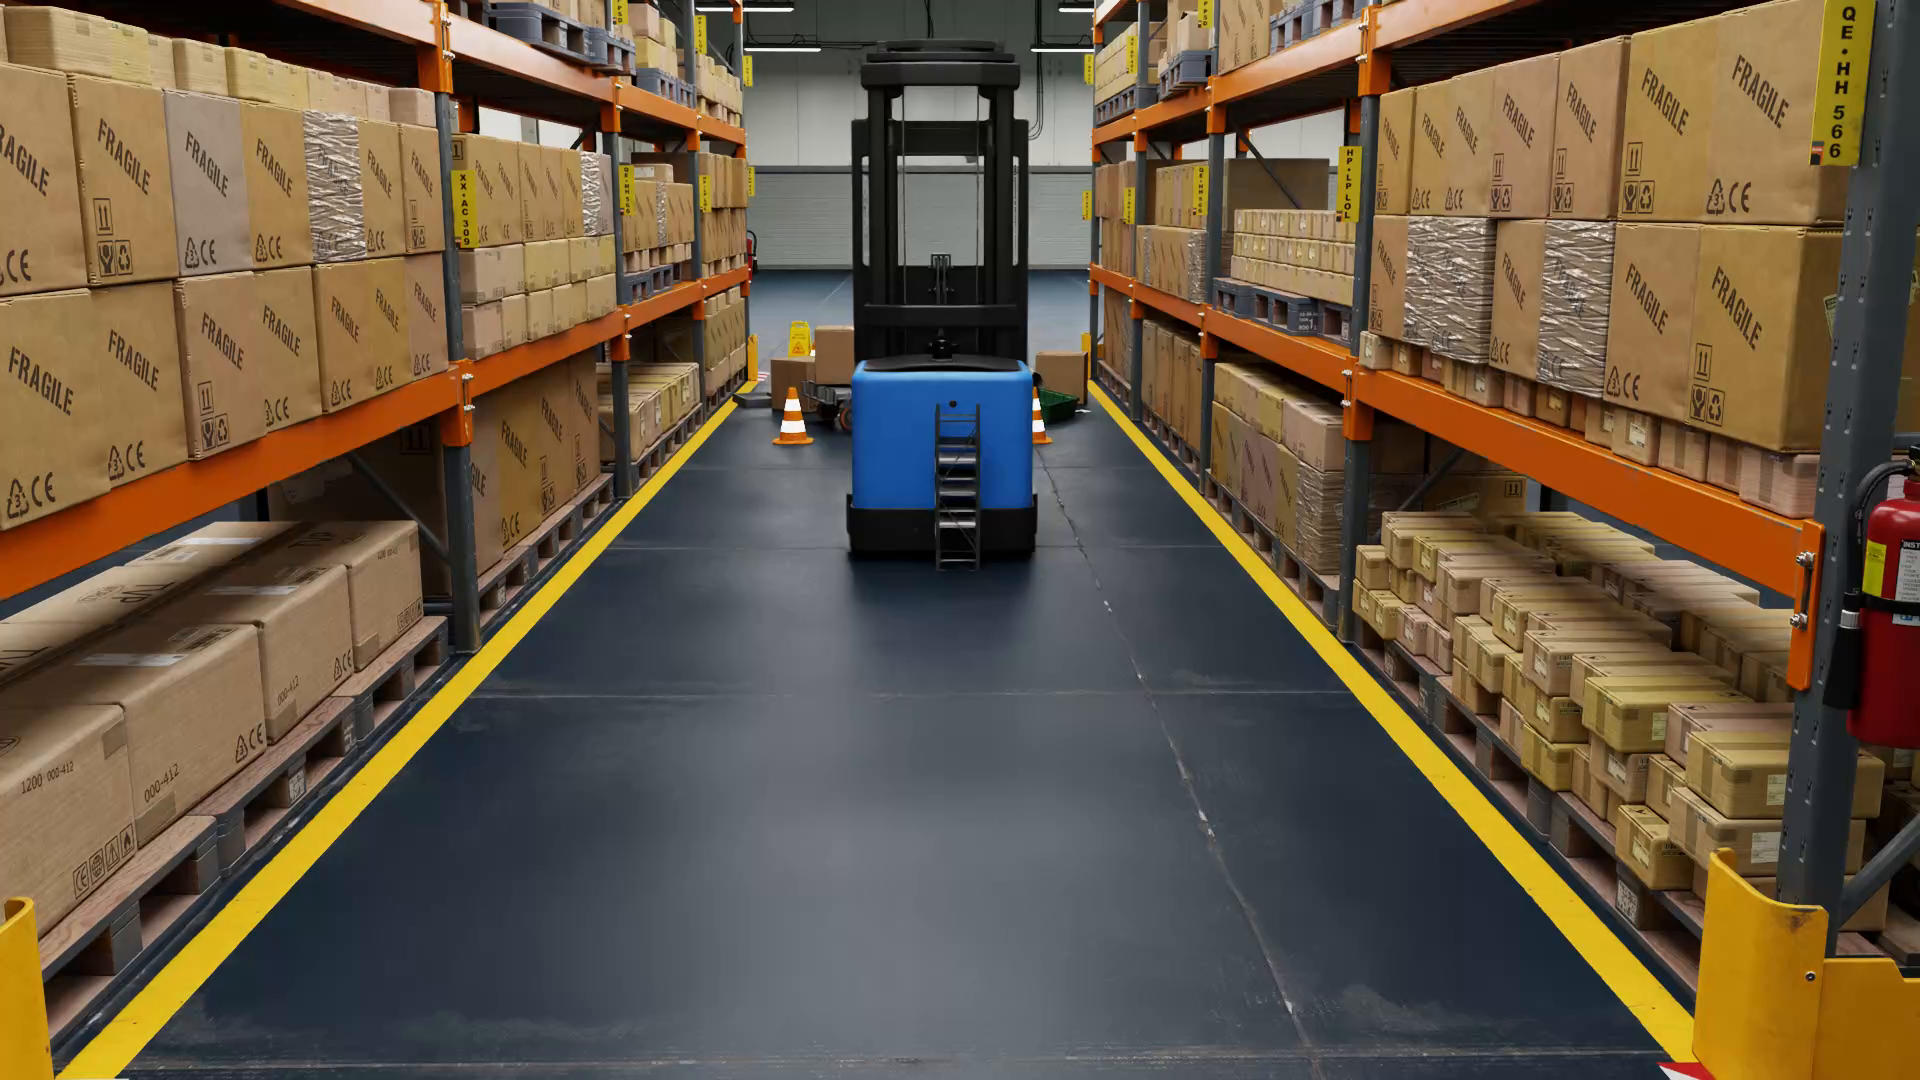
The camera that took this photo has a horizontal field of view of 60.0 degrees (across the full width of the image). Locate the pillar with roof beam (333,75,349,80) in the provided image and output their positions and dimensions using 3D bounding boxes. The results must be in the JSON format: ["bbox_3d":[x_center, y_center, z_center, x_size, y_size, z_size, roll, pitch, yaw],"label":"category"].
[{"bbox_3d":[-4.601,-7.330,23.558,9.100,9.000,0.400,0,11,-1],"label":"pillar with roof beam"}]

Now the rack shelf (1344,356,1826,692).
[{"bbox_3d":[2.304,-0.248,5.546,1.077,0.370,4.000,0,11,-1],"label":"rack shelf"}]

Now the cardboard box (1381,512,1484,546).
[{"bbox_3d":[2.063,-0.029,7.275,0.380,0.149,0.250,0,11,1],"label":"cardboard box"}]

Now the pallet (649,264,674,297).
[{"bbox_3d":[-2.849,-2.052,13.112,1.003,0.211,1.213,0,11,-1],"label":"pallet"}]

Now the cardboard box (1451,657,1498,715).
[{"bbox_3d":[2.017,0.525,6.042,0.380,0.149,0.250,-1,11,-3],"label":"cardboard box"}]

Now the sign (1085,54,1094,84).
[{"bbox_3d":[1.460,-5.320,18.793,0.100,0.325,0.005,0,11,-1],"label":"sign"}]

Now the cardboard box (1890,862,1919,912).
[{"bbox_3d":[2.655,0.883,4.276,0.380,0.149,0.250,0,11,0],"label":"cardboard box"}]

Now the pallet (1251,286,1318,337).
[{"bbox_3d":[2.262,-1.306,9.434,1.003,0.211,1.213,0,11,-1],"label":"pallet"}]

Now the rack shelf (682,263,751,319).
[{"bbox_3d":[-2.891,-2.593,17.104,1.077,0.370,4.000,0,11,-1],"label":"rack shelf"}]

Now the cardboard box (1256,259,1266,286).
[{"bbox_3d":[2.006,-1.625,10.102,0.380,0.149,0.250,0,11,1],"label":"cardboard box"}]

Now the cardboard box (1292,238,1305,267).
[{"bbox_3d":[2.026,-1.567,9.065,0.380,0.149,0.250,0,11,-1],"label":"cardboard box"}]

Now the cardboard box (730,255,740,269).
[{"bbox_3d":[-2.575,-2.994,17.906,0.380,0.149,0.250,0,11,0],"label":"cardboard box"}]

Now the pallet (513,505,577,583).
[{"bbox_3d":[-2.803,0.013,9.465,1.003,0.211,1.213,0,11,-1],"label":"pallet"}]

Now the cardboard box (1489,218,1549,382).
[{"bbox_3d":[2.053,-0.788,5.400,0.500,0.500,0.500,0,11,2],"label":"cardboard box"}]

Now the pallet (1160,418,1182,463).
[{"bbox_3d":[2.217,-0.825,13.597,1.003,0.211,1.213,0,11,-1],"label":"pallet"}]

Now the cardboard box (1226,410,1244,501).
[{"bbox_3d":[1.954,-0.532,10.369,0.500,0.500,0.500,0,11,0],"label":"cardboard box"}]

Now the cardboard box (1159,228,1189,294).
[{"bbox_3d":[1.868,-2.231,13.260,0.500,0.500,0.500,0,11,0],"label":"cardboard box"}]

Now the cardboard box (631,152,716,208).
[{"bbox_3d":[-2.642,-3.321,15.370,0.700,0.500,0.500,0,11,-2],"label":"cardboard box"}]

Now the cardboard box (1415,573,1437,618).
[{"bbox_3d":[2.086,0.219,6.800,0.380,0.149,0.250,0,11,-1],"label":"cardboard box"}]

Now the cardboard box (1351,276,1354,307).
[{"bbox_3d":[2.057,-1.159,7.802,0.380,0.149,0.250,0,11,-2],"label":"cardboard box"}]

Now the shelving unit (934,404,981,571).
[{"bbox_3d":[-0.012,-0.289,9.195,0.258,0.900,0.210,0,14,1],"label":"shelving unit"}]

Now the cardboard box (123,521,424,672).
[{"bbox_3d":[-2.778,0.218,6.830,0.875,0.438,0.875,0,11,-2],"label":"cardboard box"}]

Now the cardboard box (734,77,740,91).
[{"bbox_3d":[-2.630,-5.015,18.315,0.380,0.149,0.250,0,11,-1],"label":"cardboard box"}]

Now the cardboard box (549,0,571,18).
[{"bbox_3d":[-2.440,-3.128,9.083,0.500,0.500,0.500,0,11,-1],"label":"cardboard box"}]

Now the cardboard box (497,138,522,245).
[{"bbox_3d":[-2.444,-1.686,8.060,0.500,0.500,0.500,0,11,-1],"label":"cardboard box"}]

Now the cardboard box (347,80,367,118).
[{"bbox_3d":[-2.467,-1.652,6.261,0.380,0.149,0.250,0,11,-1],"label":"cardboard box"}]

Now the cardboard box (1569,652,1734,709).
[{"bbox_3d":[2.059,0.440,4.964,0.380,0.149,0.250,-1,11,-3],"label":"cardboard box"}]

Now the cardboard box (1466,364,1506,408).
[{"bbox_3d":[2.017,-0.556,5.885,0.380,0.149,0.250,0,11,1],"label":"cardboard box"}]

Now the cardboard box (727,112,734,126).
[{"bbox_3d":[-2.636,-4.518,17.871,0.380,0.149,0.250,0,11,1],"label":"cardboard box"}]

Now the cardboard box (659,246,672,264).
[{"bbox_3d":[-2.556,-2.326,13.558,0.380,0.149,0.250,0,11,-1],"label":"cardboard box"}]

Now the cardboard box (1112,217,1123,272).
[{"bbox_3d":[2.039,-3.057,17.206,0.875,0.550,0.500,0,11,-1],"label":"cardboard box"}]

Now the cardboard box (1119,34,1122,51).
[{"bbox_3d":[1.749,-4.854,16.213,0.380,0.149,0.250,0,11,-1],"label":"cardboard box"}]

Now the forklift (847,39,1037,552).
[{"bbox_3d":[-0.127,-1.607,10.610,1.130,2.935,3.031,0,11,-1],"label":"forklift"}]

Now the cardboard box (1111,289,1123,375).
[{"bbox_3d":[2.115,-2.238,17.836,0.875,0.875,0.875,0,11,-2],"label":"cardboard box"}]

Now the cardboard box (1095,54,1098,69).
[{"bbox_3d":[1.704,-5.308,18.454,0.380,0.149,0.250,0,11,-1],"label":"cardboard box"}]

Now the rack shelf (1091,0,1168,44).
[{"bbox_3d":[2.056,-5.377,16.747,1.077,0.370,4.000,0,11,-1],"label":"rack shelf"}]

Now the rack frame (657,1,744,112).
[{"bbox_3d":[-2.932,-6.283,18.396,1.000,3.000,0.127,0,11,-1],"label":"rack frame"}]

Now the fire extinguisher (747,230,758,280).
[{"bbox_3d":[-2.474,-3.330,19.122,0.296,0.674,0.183,0,11,-1],"label":"fire extinguisher"}]

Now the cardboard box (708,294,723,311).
[{"bbox_3d":[-2.547,-2.337,16.377,0.380,0.149,0.250,0,11,1],"label":"cardboard box"}]

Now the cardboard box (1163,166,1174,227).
[{"bbox_3d":[2.126,-2.926,14.173,0.700,0.500,0.500,0,11,-2],"label":"cardboard box"}]

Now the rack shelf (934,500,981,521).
[{"bbox_3d":[-0.012,-0.170,9.226,0.258,0.077,0.200,0,14,1],"label":"rack shelf"}]

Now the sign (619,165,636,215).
[{"bbox_3d":[-2.212,-2.323,11.053,0.100,0.325,0.005,0,11,-1],"label":"sign"}]

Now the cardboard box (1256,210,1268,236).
[{"bbox_3d":[2.010,-1.920,10.057,0.380,0.149,0.250,-1,11,-4],"label":"cardboard box"}]

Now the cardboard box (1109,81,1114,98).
[{"bbox_3d":[1.733,-4.614,17.038,0.380,0.149,0.250,0,11,-1],"label":"cardboard box"}]

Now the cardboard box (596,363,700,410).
[{"bbox_3d":[-2.836,-1.362,14.779,0.950,0.372,0.625,0,11,0],"label":"cardboard box"}]

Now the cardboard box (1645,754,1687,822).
[{"bbox_3d":[2.098,0.687,4.495,0.380,0.149,0.250,-1,11,-2],"label":"cardboard box"}]

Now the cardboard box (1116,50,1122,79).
[{"bbox_3d":[1.812,-4.682,16.371,0.500,0.250,0.500,0,11,-2],"label":"cardboard box"}]

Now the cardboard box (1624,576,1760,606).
[{"bbox_3d":[2.631,0.230,5.997,0.380,0.149,0.250,-1,11,-3],"label":"cardboard box"}]

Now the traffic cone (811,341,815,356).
[{"bbox_3d":[-1.633,-2.020,18.850,0.336,0.463,0.334,0,11,-1],"label":"traffic cone"}]

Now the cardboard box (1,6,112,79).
[{"bbox_3d":[-2.299,-1.195,4.007,0.380,0.149,0.250,0,11,1],"label":"cardboard box"}]

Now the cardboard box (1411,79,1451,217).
[{"bbox_3d":[2.054,-1.489,6.340,0.500,0.500,0.500,-1,11,-3],"label":"cardboard box"}]

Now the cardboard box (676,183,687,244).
[{"bbox_3d":[-2.599,-2.759,14.058,0.500,0.500,0.500,0,11,-1],"label":"cardboard box"}]

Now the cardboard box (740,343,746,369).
[{"bbox_3d":[-2.646,-2.037,18.414,0.500,0.250,0.500,0,11,-1],"label":"cardboard box"}]

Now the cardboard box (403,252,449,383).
[{"bbox_3d":[-2.419,-0.915,6.776,0.500,0.500,0.500,0,11,-1],"label":"cardboard box"}]

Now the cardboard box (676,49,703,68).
[{"bbox_3d":[-2.530,-4.349,15.036,0.380,0.149,0.250,0,11,-2],"label":"cardboard box"}]

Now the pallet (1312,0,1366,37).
[{"bbox_3d":[2.357,-2.499,7.761,1.213,0.211,1.003,0,11,-1],"label":"pallet"}]

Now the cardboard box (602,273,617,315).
[{"bbox_3d":[-2.497,-1.580,10.679,0.500,0.250,0.500,-1,11,-3],"label":"cardboard box"}]
